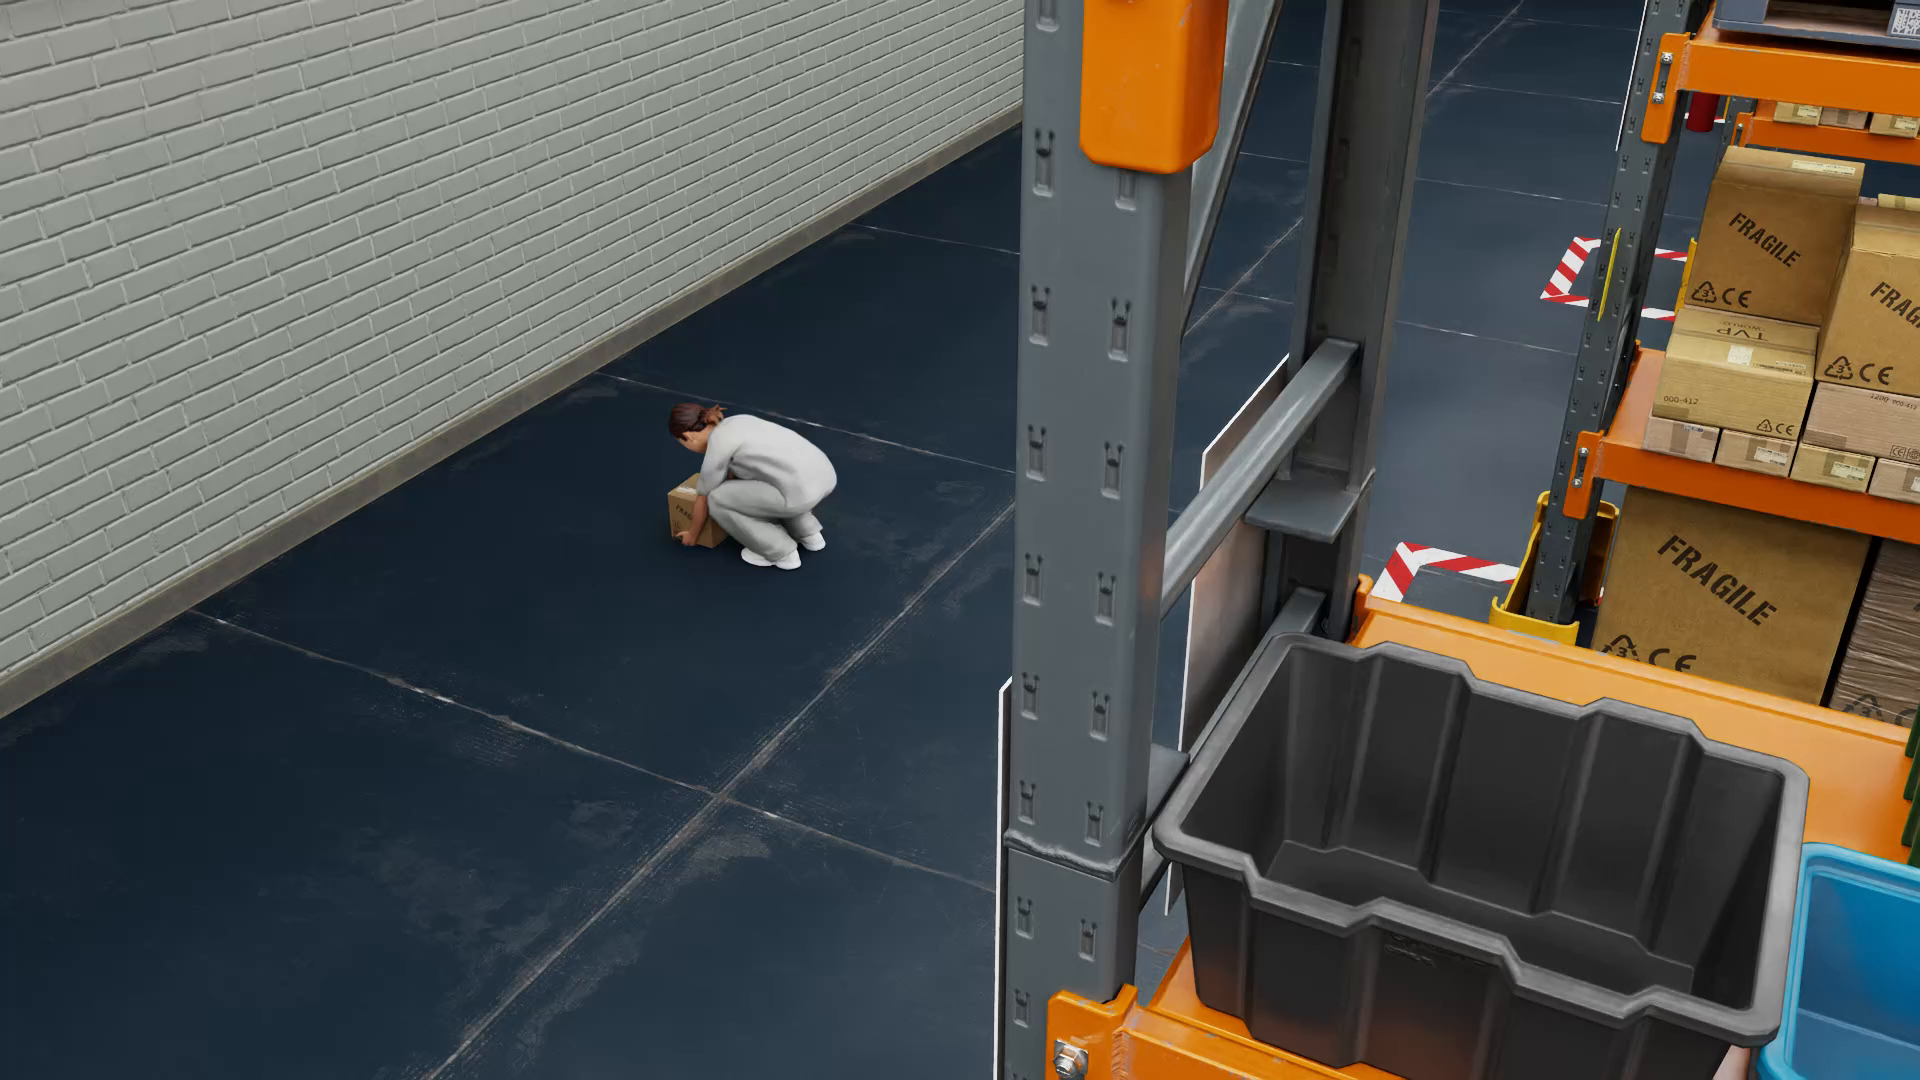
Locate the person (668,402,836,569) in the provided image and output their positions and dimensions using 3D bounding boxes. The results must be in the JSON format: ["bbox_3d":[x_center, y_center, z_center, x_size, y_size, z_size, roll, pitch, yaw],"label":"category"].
[{"bbox_3d":[-1.008,-0.265,8.076,0.837,0.817,0.472,14,33,23],"label":"person"}]
